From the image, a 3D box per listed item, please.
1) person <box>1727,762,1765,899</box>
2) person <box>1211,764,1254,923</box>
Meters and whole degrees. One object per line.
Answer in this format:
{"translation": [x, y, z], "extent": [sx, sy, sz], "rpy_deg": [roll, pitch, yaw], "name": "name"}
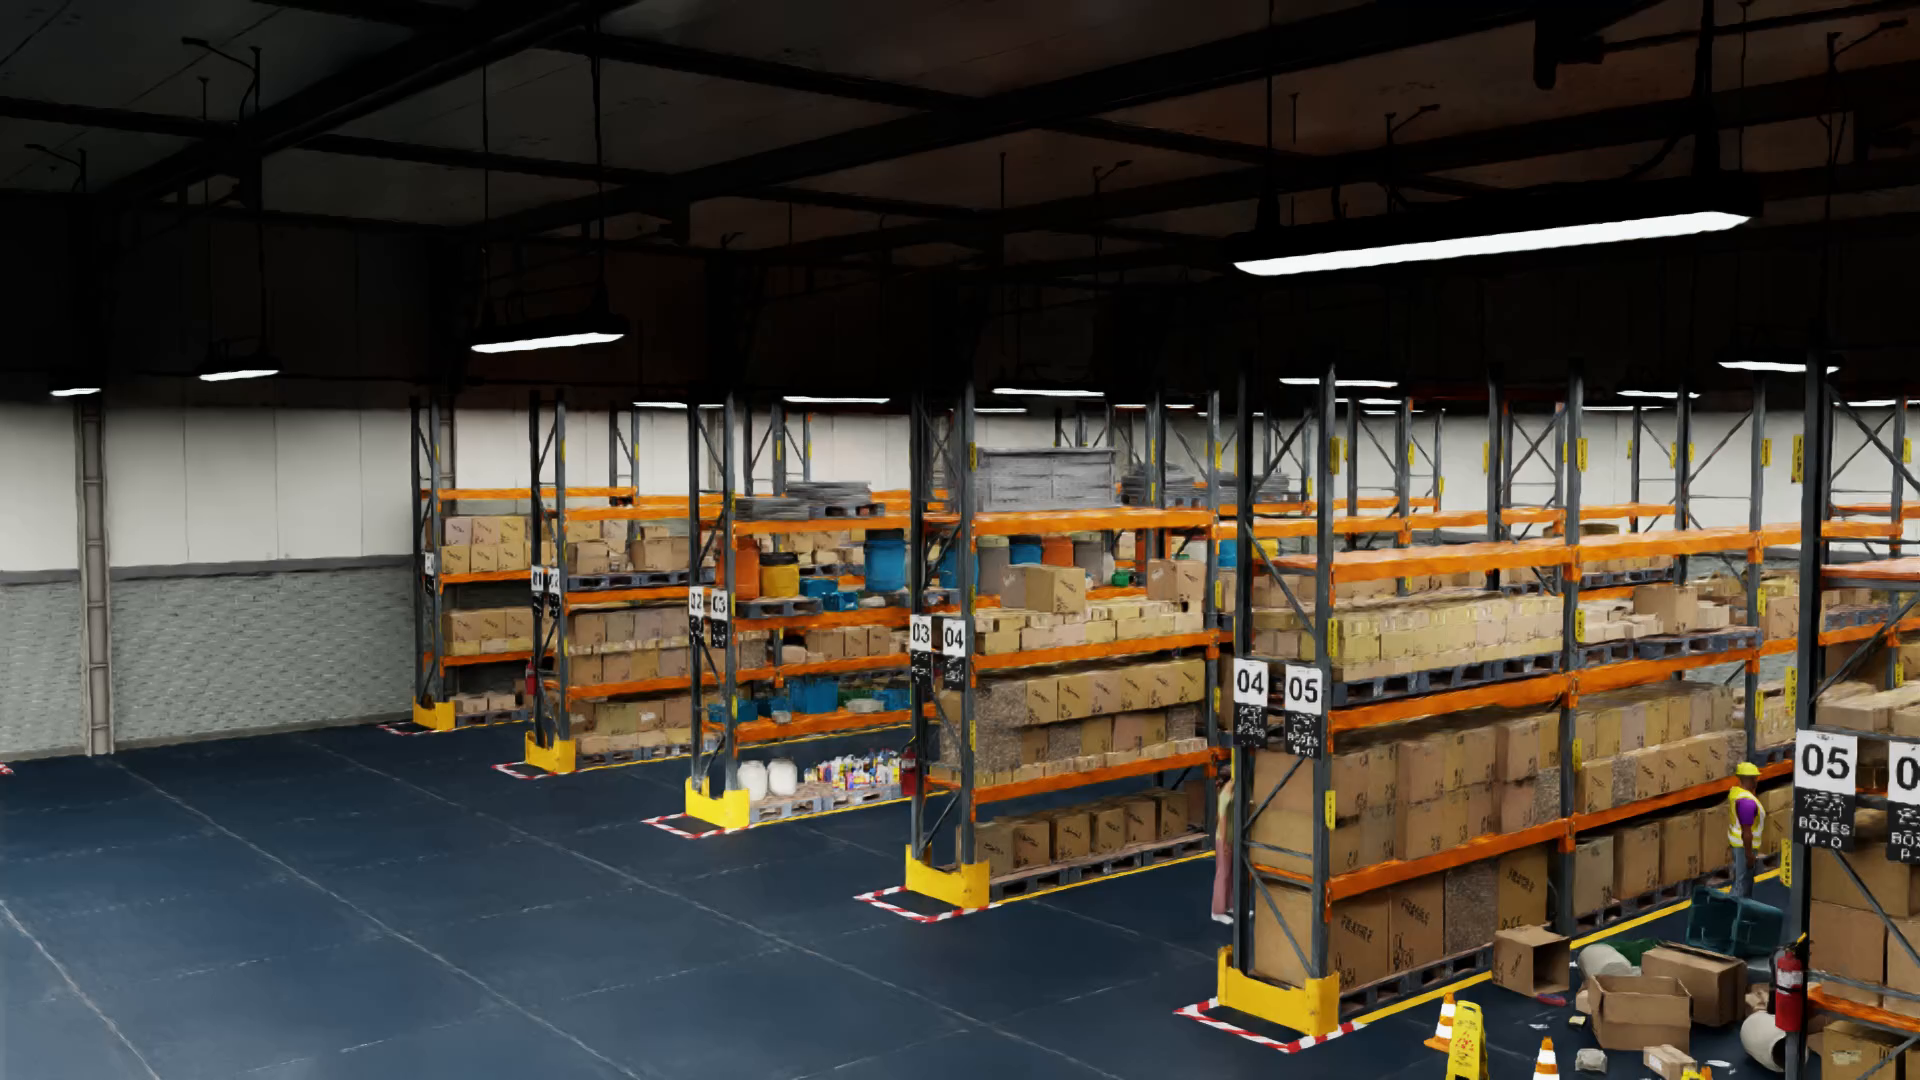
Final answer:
{"translation": [8.340, 3.227, 17.553], "extent": [0.452, 1.768, 0.632], "rpy_deg": [1, 4, 20], "name": "person"}
{"translation": [2.946, 3.255, 17.936], "extent": [0.432, 1.677, 0.499], "rpy_deg": [1, 4, 20], "name": "person"}
